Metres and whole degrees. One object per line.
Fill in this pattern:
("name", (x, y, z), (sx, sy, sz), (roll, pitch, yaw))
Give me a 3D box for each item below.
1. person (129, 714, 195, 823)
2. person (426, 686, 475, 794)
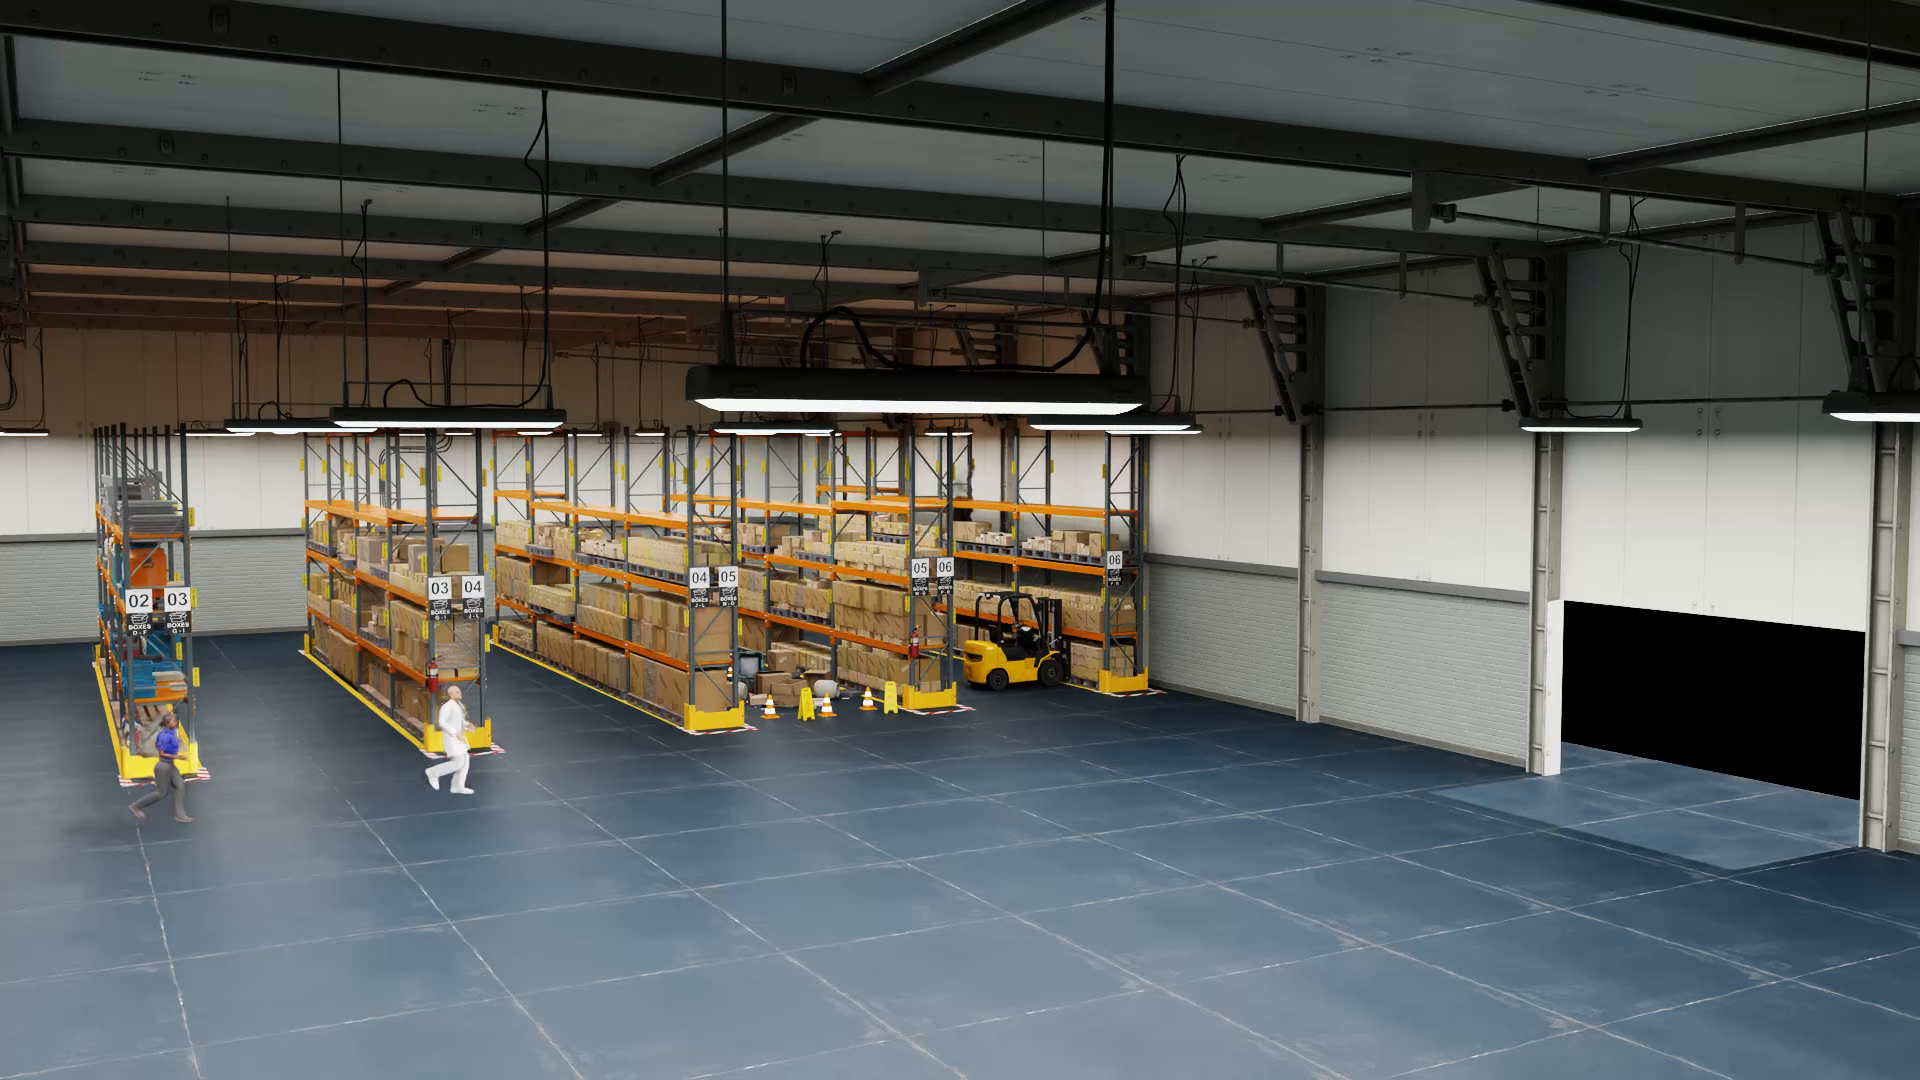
("person", (-11.876, 3.411, 24.724), (0.876, 1.655, 0.564), (-1, 4, -14))
("person", (-8.237, 3.229, 26.905), (0.718, 1.757, 0.711), (0, 3, 2))
